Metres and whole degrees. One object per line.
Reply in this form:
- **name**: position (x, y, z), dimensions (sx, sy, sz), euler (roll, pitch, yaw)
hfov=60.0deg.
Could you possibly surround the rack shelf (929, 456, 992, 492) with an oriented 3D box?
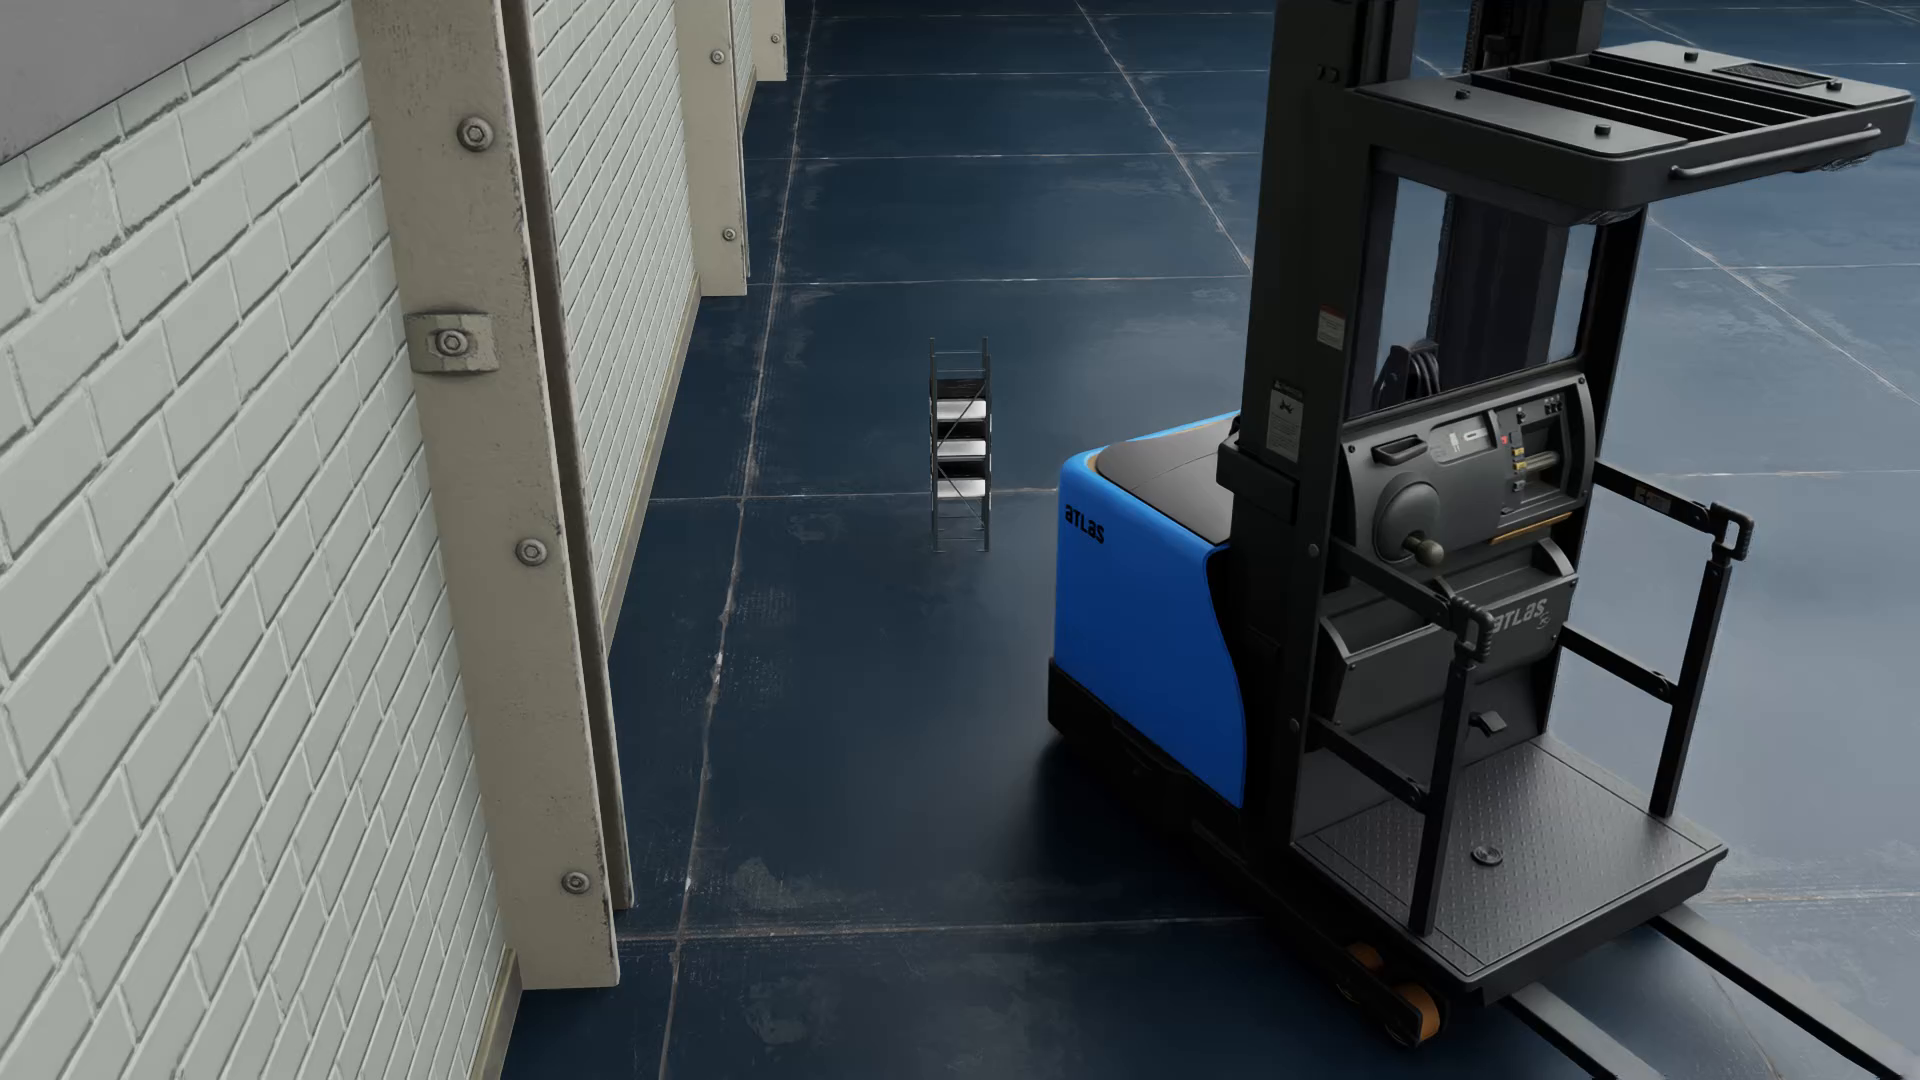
- **rack shelf**: position (0.000, -0.286, 7.092), dimensions (0.258, 0.077, 0.200), euler (-1, 28, -3)

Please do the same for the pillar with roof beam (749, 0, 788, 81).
- **pillar with roof beam**: position (2.523, -8.439, 13.700), dimensions (9.100, 9.000, 0.400), euler (-1, 28, -3)

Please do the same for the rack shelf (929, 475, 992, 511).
- **rack shelf**: position (0.000, -0.206, 7.133), dimensions (0.258, 0.077, 0.200), euler (-1, 28, -3)

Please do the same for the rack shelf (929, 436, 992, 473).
- **rack shelf**: position (0.000, -0.366, 7.050), dimensions (0.258, 0.077, 0.200), euler (-1, 28, -3)

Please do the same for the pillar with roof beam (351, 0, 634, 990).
- **pillar with roof beam**: position (3.149, -2.898, 3.075), dimensions (9.100, 9.000, 0.400), euler (-1, 28, -3)

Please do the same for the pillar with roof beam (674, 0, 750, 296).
- **pillar with roof beam**: position (2.836, -5.669, 8.388), dimensions (9.100, 9.000, 0.400), euler (-1, 28, -3)

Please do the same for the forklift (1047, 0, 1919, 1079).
- **forklift**: position (1.514, -0.157, 4.382), dimensions (1.130, 2.935, 3.031), euler (-16, 32, -28)

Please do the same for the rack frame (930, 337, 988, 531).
- **rack frame**: position (-0.005, -0.442, 7.125), dimensions (0.240, 0.900, 0.006), euler (-1, 28, -3)

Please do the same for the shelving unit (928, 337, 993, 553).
- **shelving unit**: position (0.000, -0.395, 7.035), dimensions (0.258, 0.900, 0.210), euler (-1, 28, -3)

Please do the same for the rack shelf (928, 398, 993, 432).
- **rack shelf**: position (0.000, -0.525, 6.967), dimensions (0.258, 0.077, 0.200), euler (-1, 28, -3)

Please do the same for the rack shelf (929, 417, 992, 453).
- **rack shelf**: position (0.000, -0.445, 7.009), dimensions (0.258, 0.077, 0.200), euler (-1, 28, -3)

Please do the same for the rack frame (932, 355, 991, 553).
- **rack frame**: position (0.006, -0.348, 6.945), dimensions (0.240, 0.900, 0.006), euler (-1, 28, -3)

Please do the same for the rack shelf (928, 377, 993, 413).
- **rack shelf**: position (0.000, -0.605, 6.925), dimensions (0.258, 0.077, 0.200), euler (-1, 28, -3)
